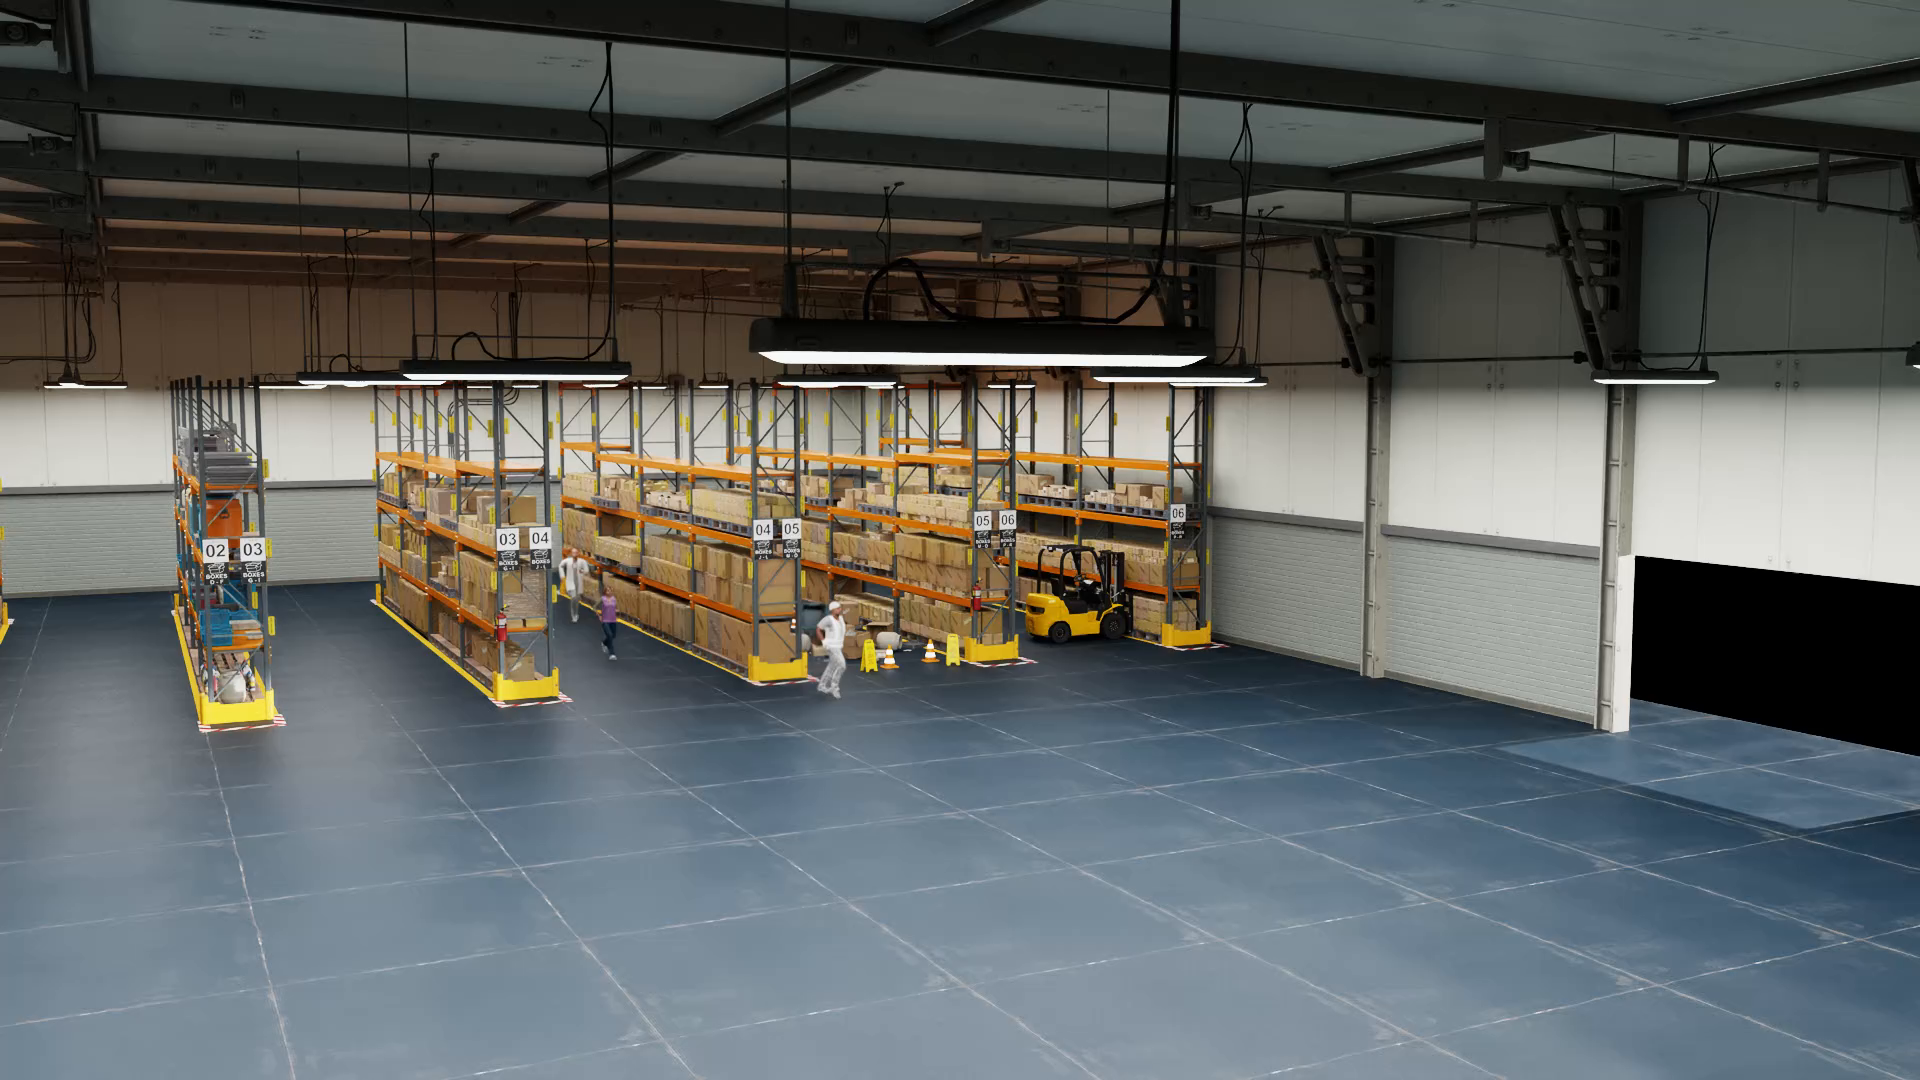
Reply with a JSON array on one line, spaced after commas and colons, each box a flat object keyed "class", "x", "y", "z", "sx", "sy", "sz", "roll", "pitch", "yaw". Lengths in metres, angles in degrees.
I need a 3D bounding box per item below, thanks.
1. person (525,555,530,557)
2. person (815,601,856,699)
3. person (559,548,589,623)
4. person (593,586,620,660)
[{"class": "person", "x": -12.364, "y": 0.721, "z": 46.621, "sx": 0.726, "sy": 1.769, "sz": 0.915, "roll": 0, "pitch": 5, "yaw": 2}, {"class": "person", "x": -2.356, "y": 2.063, "z": 31.300, "sx": 0.760, "sy": 1.832, "sz": 0.648, "roll": 2, "pitch": 5, "yaw": 22}, {"class": "person", "x": -9.658, "y": 1.128, "z": 41.694, "sx": 0.666, "sy": 1.845, "sz": 0.938, "roll": -3, "pitch": 6, "yaw": -28}, {"class": "person", "x": -7.554, "y": 1.758, "z": 35.657, "sx": 0.547, "sy": 1.571, "sz": 0.842, "roll": -4, "pitch": 6, "yaw": -37}]
